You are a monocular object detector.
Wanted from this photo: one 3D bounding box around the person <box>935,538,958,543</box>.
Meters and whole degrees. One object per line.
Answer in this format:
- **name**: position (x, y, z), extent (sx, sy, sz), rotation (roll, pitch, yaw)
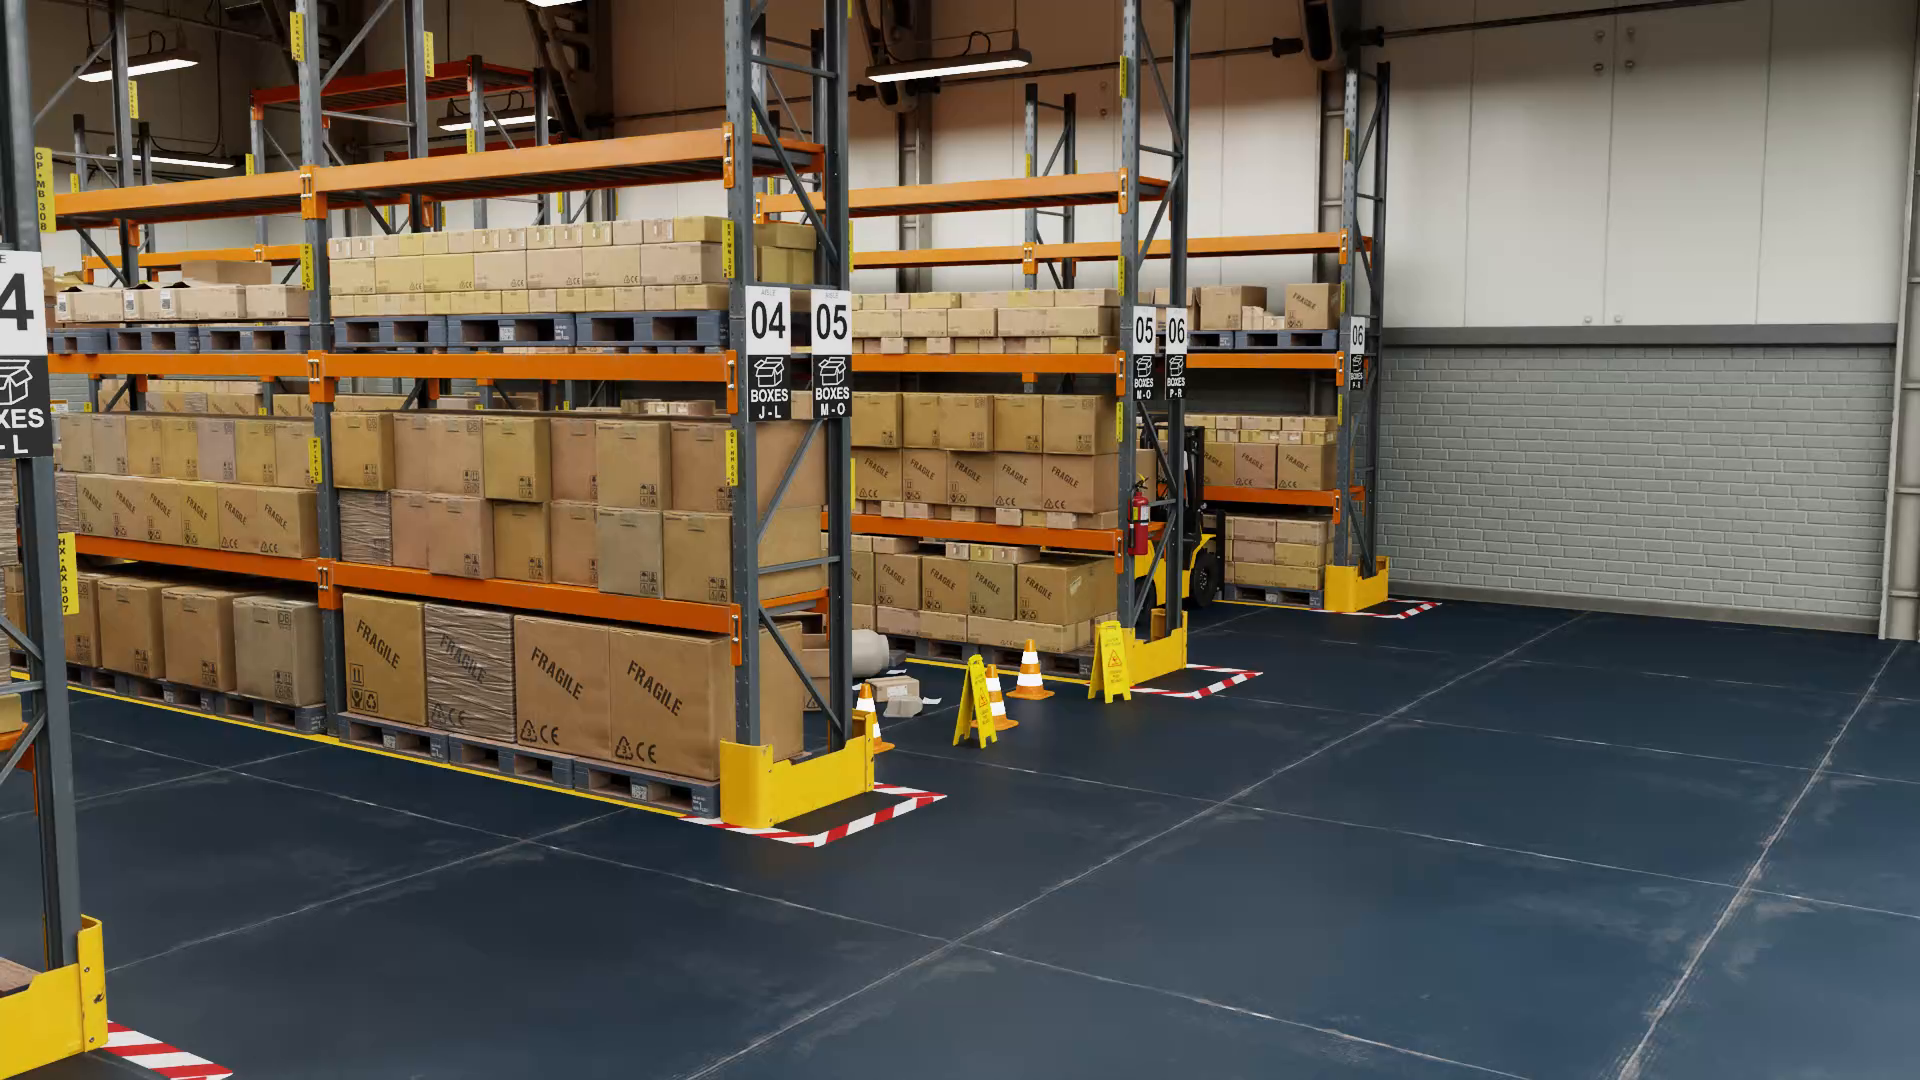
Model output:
- **person**: position (-0.114, -0.170, 19.217), extent (0.532, 1.661, 0.421), rotation (4, 7, 30)
